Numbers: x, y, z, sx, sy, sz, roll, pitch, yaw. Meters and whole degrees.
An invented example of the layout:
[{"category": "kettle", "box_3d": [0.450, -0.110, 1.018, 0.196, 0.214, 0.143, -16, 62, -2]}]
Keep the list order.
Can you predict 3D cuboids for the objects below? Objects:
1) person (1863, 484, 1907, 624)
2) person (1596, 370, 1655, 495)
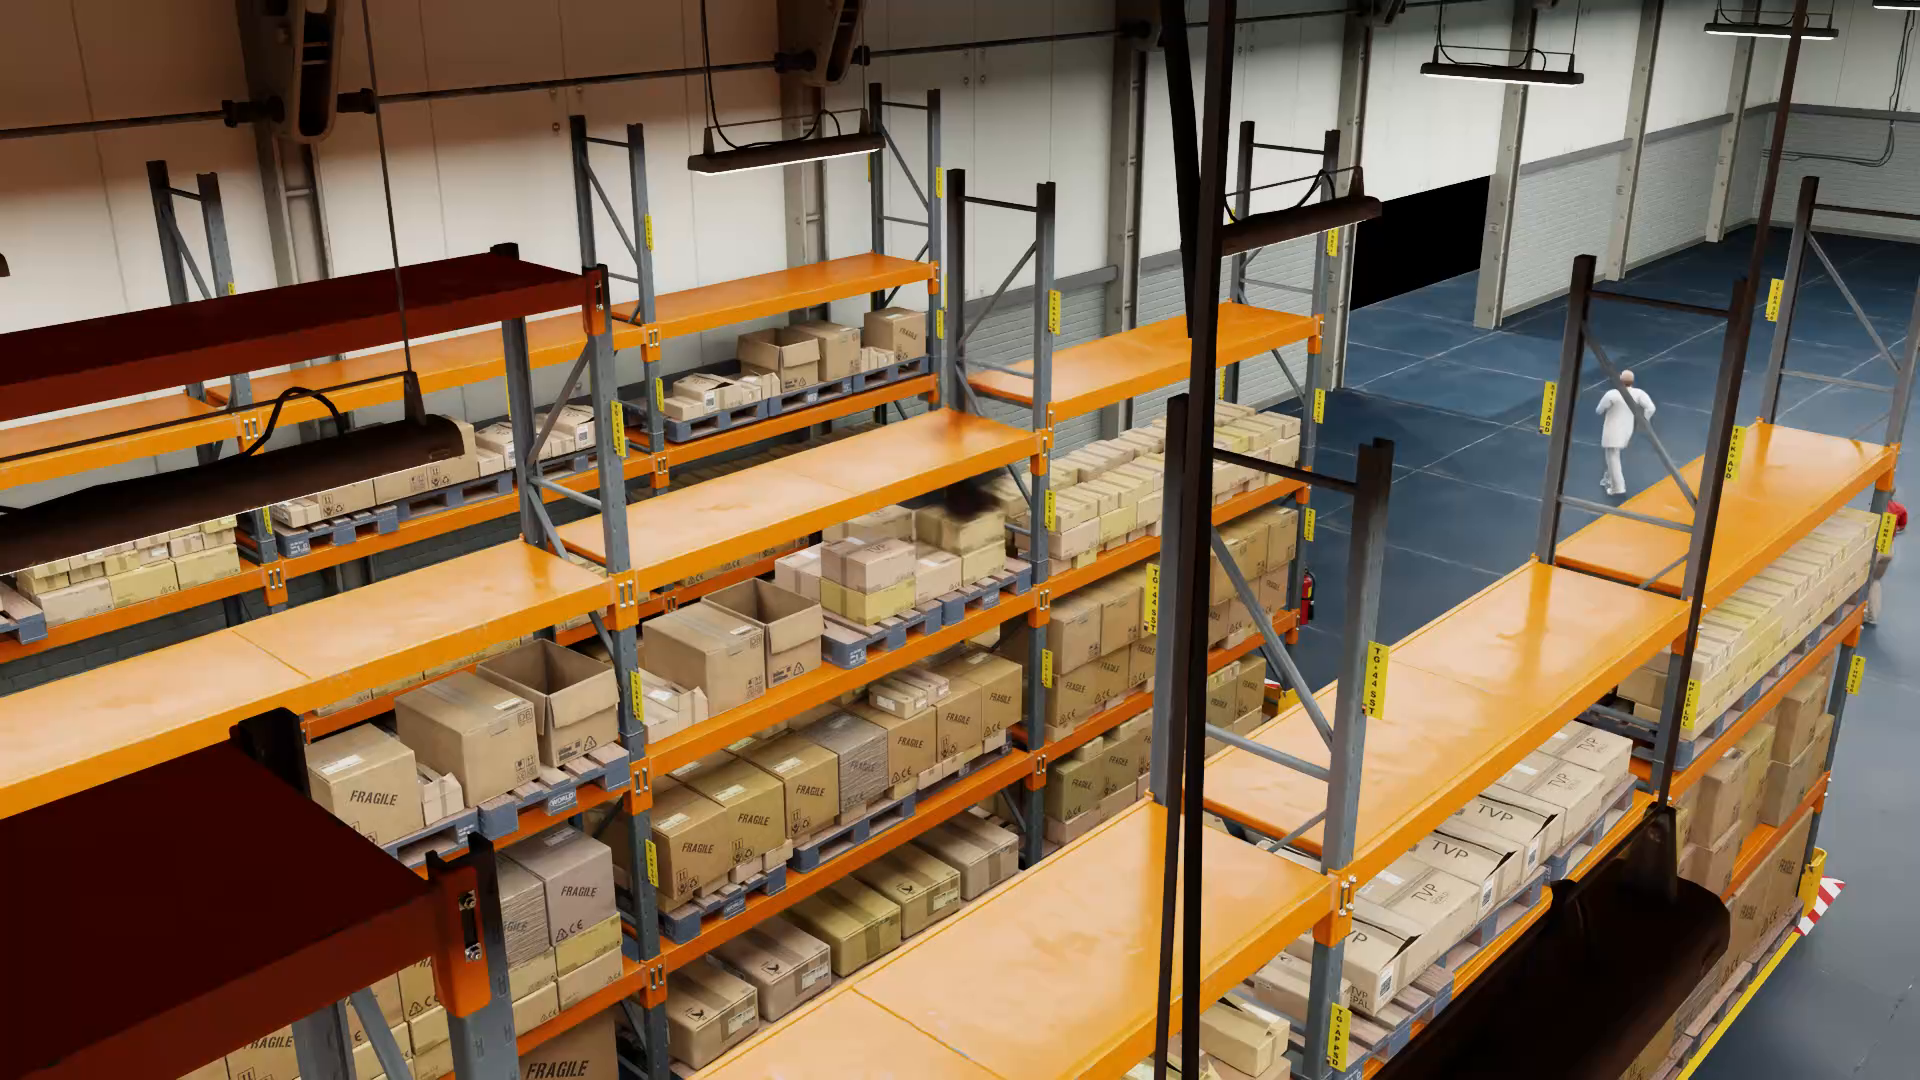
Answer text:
[{"category": "person", "box_3d": [10.604, 0.122, 19.369, 0.657, 1.717, 0.640, -4, 22, -10]}, {"category": "person", "box_3d": [9.267, -1.490, 23.383, 0.680, 1.835, 0.897, -3, 21, -8]}]
